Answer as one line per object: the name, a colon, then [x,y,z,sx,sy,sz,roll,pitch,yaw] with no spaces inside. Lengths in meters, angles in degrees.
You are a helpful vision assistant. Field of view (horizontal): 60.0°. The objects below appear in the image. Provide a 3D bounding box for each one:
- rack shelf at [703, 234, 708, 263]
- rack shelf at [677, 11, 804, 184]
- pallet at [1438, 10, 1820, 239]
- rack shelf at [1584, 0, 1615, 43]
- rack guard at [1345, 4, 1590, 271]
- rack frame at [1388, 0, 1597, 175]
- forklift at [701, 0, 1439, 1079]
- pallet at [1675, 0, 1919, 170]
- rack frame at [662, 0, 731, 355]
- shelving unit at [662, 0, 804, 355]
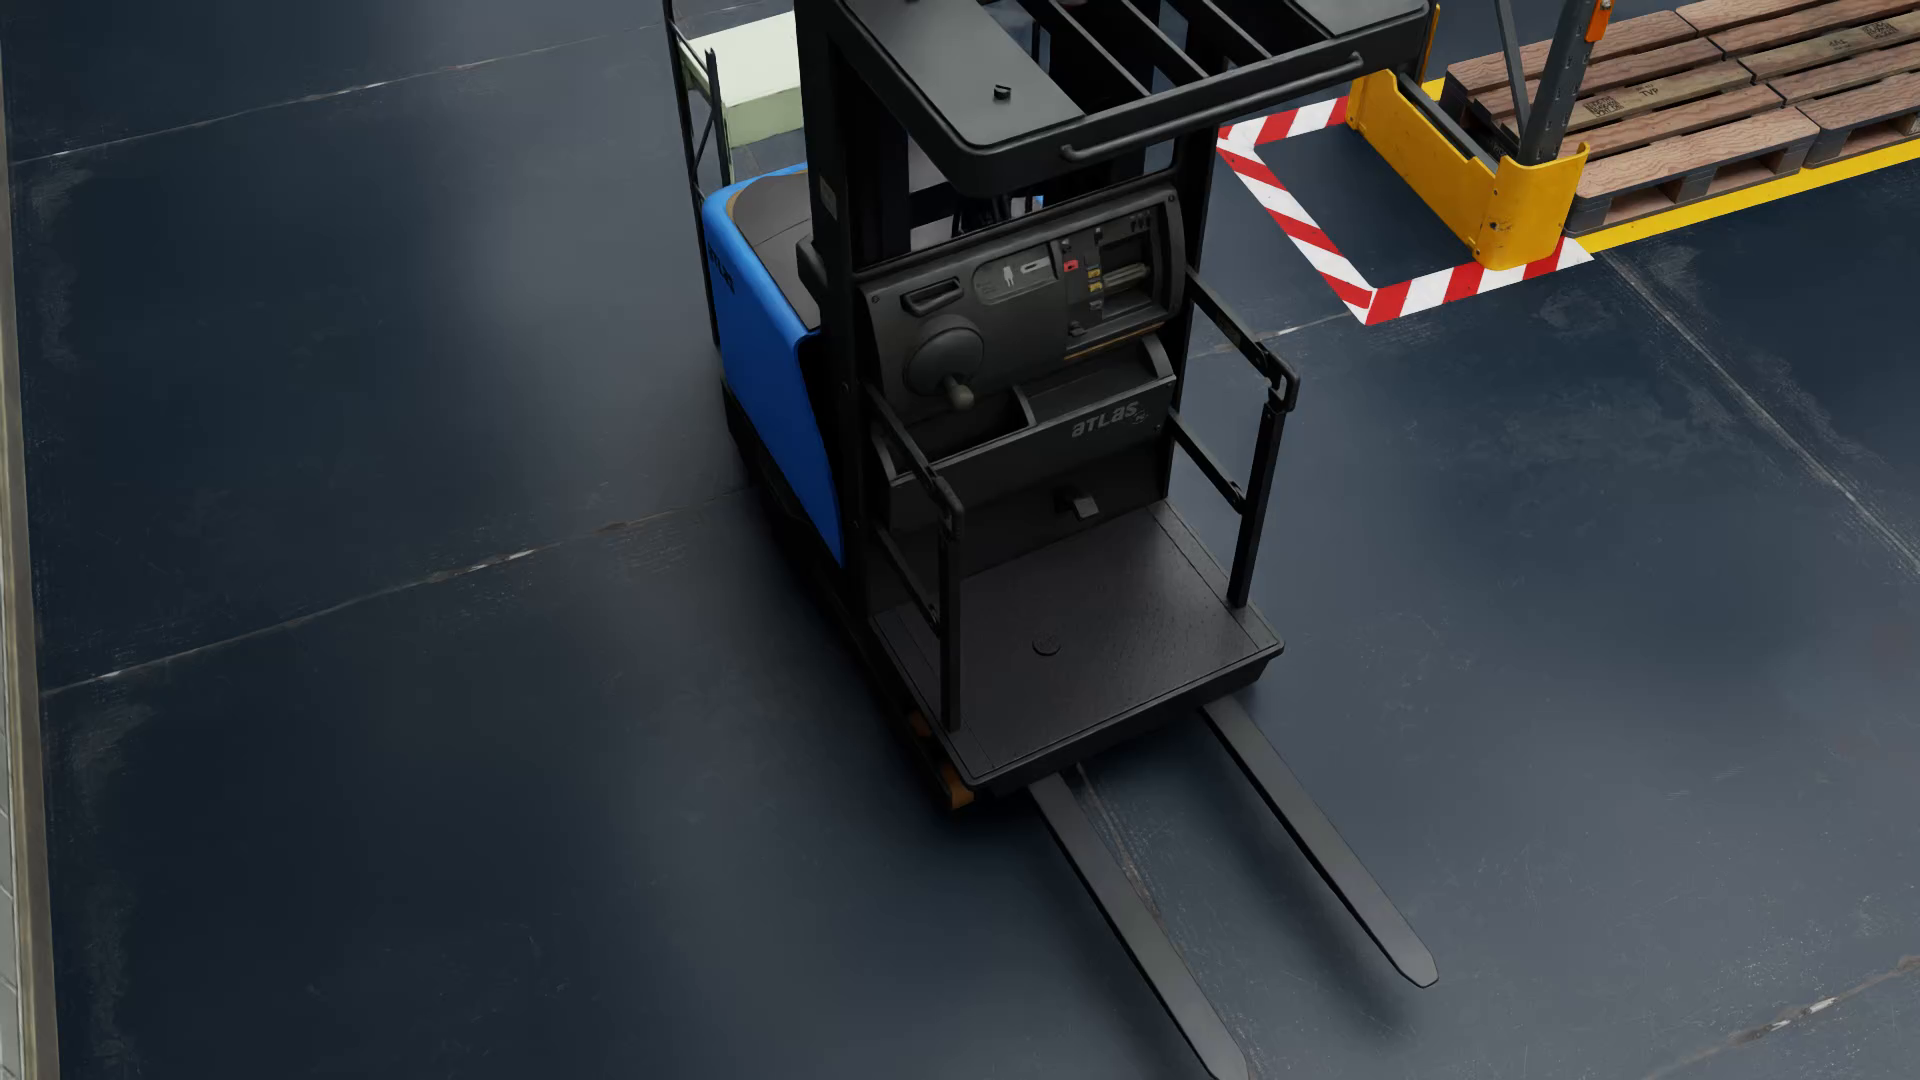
rack shelf: [-0.523,-1.039,6.084,0.720,0.370,0.431,-22,53,-18]
rack shelf: [-0.523,-1.506,5.540,0.720,0.370,0.431,-22,53,-18]
pallet: [2.856,-1.819,7.173,1.213,0.211,1.003,-17,52,-14]
rack shelf: [3.929,-2.857,6.701,4.000,0.370,1.077,-17,52,-14]
rack guard: [2.060,-1.687,6.870,0.348,0.500,1.175,-17,52,-14]
rack frame: [2.078,-2.518,5.935,0.127,3.000,1.000,-17,52,-14]
forklift: [0.288,-0.536,4.278,1.130,2.935,3.031,-22,53,-18]
pallet: [3.983,-2.166,7.471,1.213,0.211,1.003,-17,52,-14]
rack frame: [-0.846,-1.121,5.724,0.023,1.500,0.400,-22,53,-18]
shelving unit: [-0.523,-1.252,5.836,0.755,1.500,0.431,-22,53,-18]
